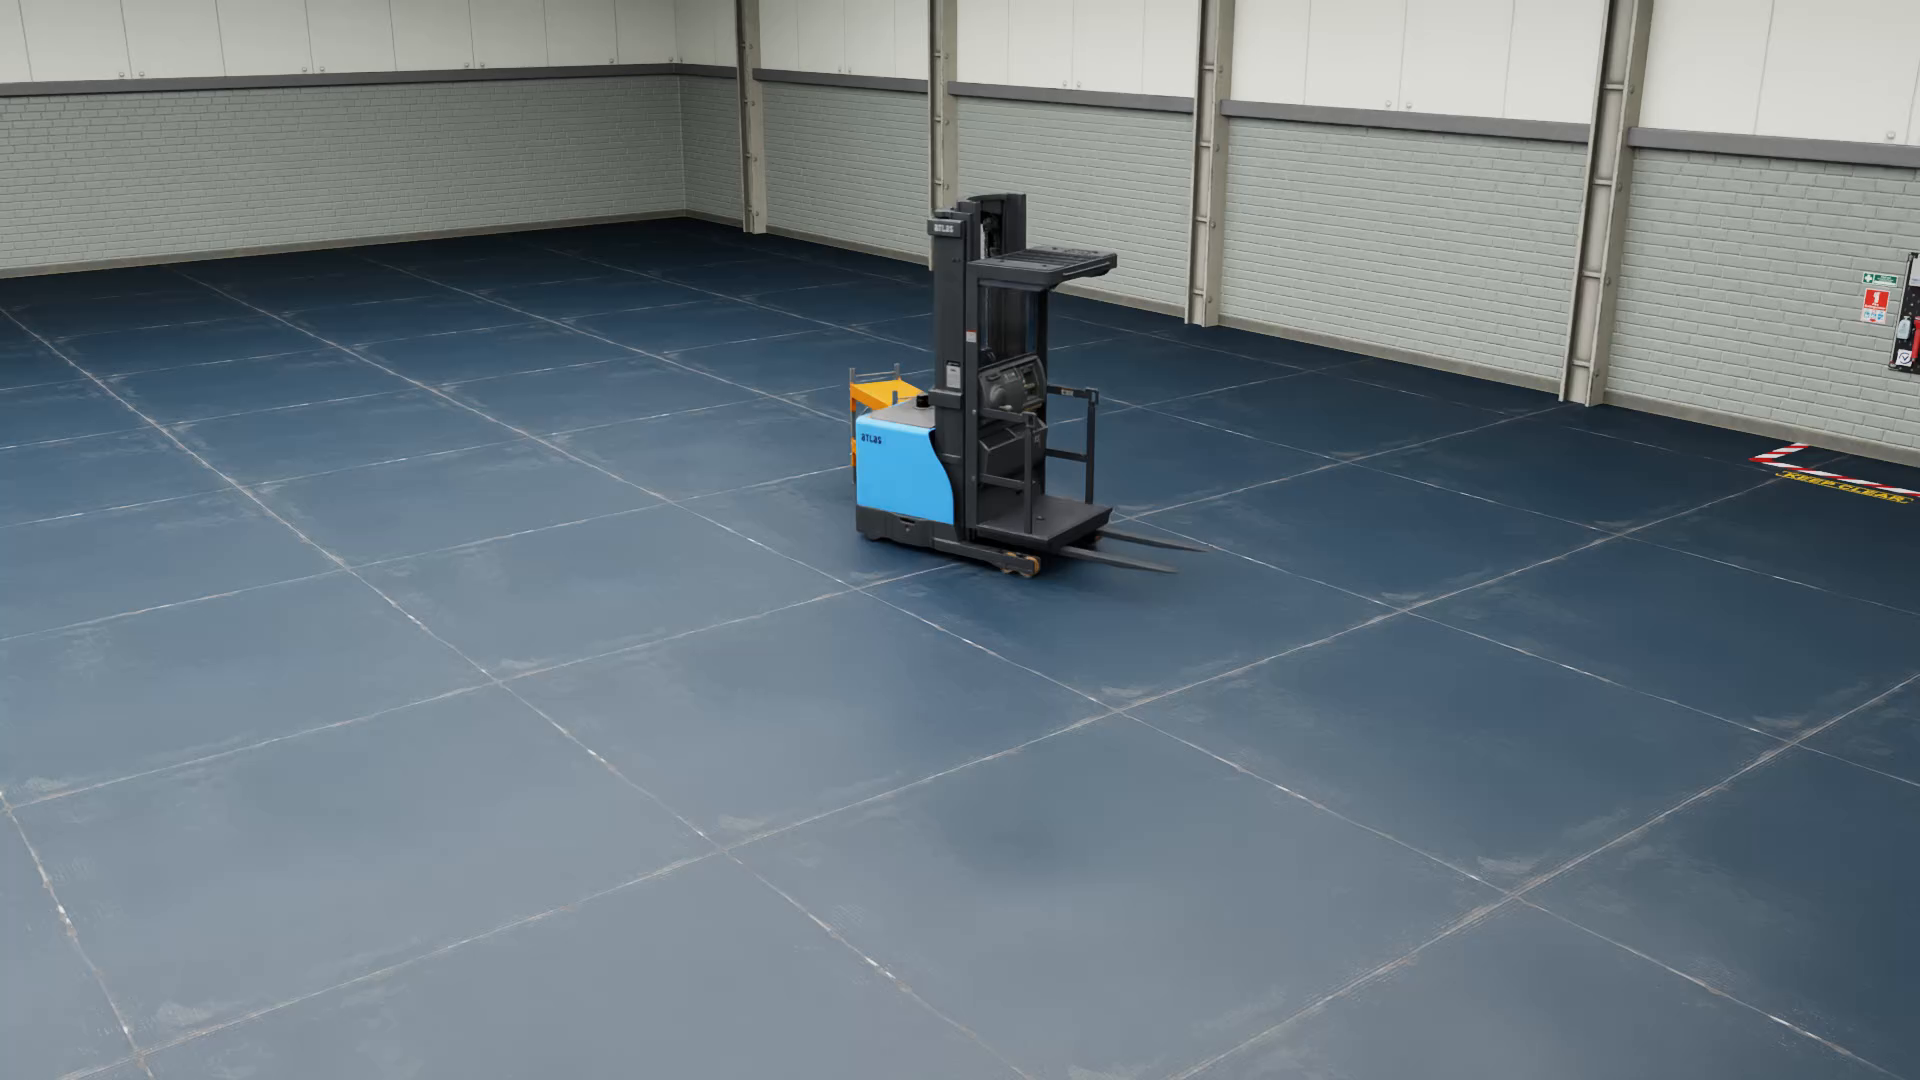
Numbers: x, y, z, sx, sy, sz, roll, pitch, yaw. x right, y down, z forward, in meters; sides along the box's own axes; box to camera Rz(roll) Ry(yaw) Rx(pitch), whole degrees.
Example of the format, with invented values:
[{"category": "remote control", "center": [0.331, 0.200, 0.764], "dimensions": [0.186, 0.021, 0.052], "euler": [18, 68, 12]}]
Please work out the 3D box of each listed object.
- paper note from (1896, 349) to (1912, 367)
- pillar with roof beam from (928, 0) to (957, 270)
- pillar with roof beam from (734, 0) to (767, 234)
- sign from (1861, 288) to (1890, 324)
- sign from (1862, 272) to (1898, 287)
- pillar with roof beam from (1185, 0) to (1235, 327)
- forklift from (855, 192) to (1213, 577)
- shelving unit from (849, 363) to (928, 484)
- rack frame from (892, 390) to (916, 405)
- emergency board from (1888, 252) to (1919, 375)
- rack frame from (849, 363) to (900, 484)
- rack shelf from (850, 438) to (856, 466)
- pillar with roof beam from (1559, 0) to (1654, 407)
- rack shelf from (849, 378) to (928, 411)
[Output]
[{"category": "paper note", "center": [9.332, -1.798, 16.423], "dimensions": [0.016, 0.148, 0.142], "euler": [-14, 23, -36]}, {"category": "pillar with roof beam", "center": [-3.659, -7.986, 24.165], "dimensions": [9.100, 9.000, 0.400], "euler": [-14, 23, -36]}, {"category": "pillar with roof beam", "center": [-7.384, -9.465, 28.630], "dimensions": [9.100, 9.000, 0.400], "euler": [-14, 23, -36]}, {"category": "sign", "center": [9.125, -2.333, 16.579], "dimensions": [0.001, 0.329, 0.234], "euler": [-14, 23, -36]}, {"category": "sign", "center": [9.121, -2.582, 16.487], "dimensions": [0.001, 0.109, 0.331], "euler": [-14, 23, -36]}, {"category": "pillar with roof beam", "center": [0.067, -6.508, 19.700], "dimensions": [9.100, 9.000, 0.400], "euler": [-14, 23, -36]}, {"category": "forklift", "center": [0.603, -1.278, 13.561], "dimensions": [3.031, 2.935, 1.130], "euler": [12, 22, 32]}, {"category": "shelving unit", "center": [-0.592, -0.970, 15.503], "dimensions": [0.538, 1.125, 1.048], "euler": [-8, 20, -24]}, {"category": "rack frame", "center": [-0.374, -0.826, 15.068], "dimensions": [0.500, 1.125, 0.032], "euler": [-8, 20, -24]}, {"category": "emergency board", "center": [9.388, -2.159, 16.112], "dimensions": [0.194, 1.169, 0.643], "euler": [-14, 23, -36]}, {"category": "rack frame", "center": [-0.810, -1.115, 15.939], "dimensions": [0.500, 1.125, 0.032], "euler": [-8, 20, -24]}, {"category": "rack shelf", "center": [-0.592, -0.738, 15.580], "dimensions": [0.538, 0.278, 1.000], "euler": [-8, 20, -24]}, {"category": "pillar with roof beam", "center": [3.792, -5.029, 15.235], "dimensions": [9.100, 9.000, 0.400], "euler": [-14, 23, -36]}, {"category": "rack shelf", "center": [-0.592, -1.248, 15.411], "dimensions": [0.538, 0.278, 1.000], "euler": [-8, 20, -24]}]
